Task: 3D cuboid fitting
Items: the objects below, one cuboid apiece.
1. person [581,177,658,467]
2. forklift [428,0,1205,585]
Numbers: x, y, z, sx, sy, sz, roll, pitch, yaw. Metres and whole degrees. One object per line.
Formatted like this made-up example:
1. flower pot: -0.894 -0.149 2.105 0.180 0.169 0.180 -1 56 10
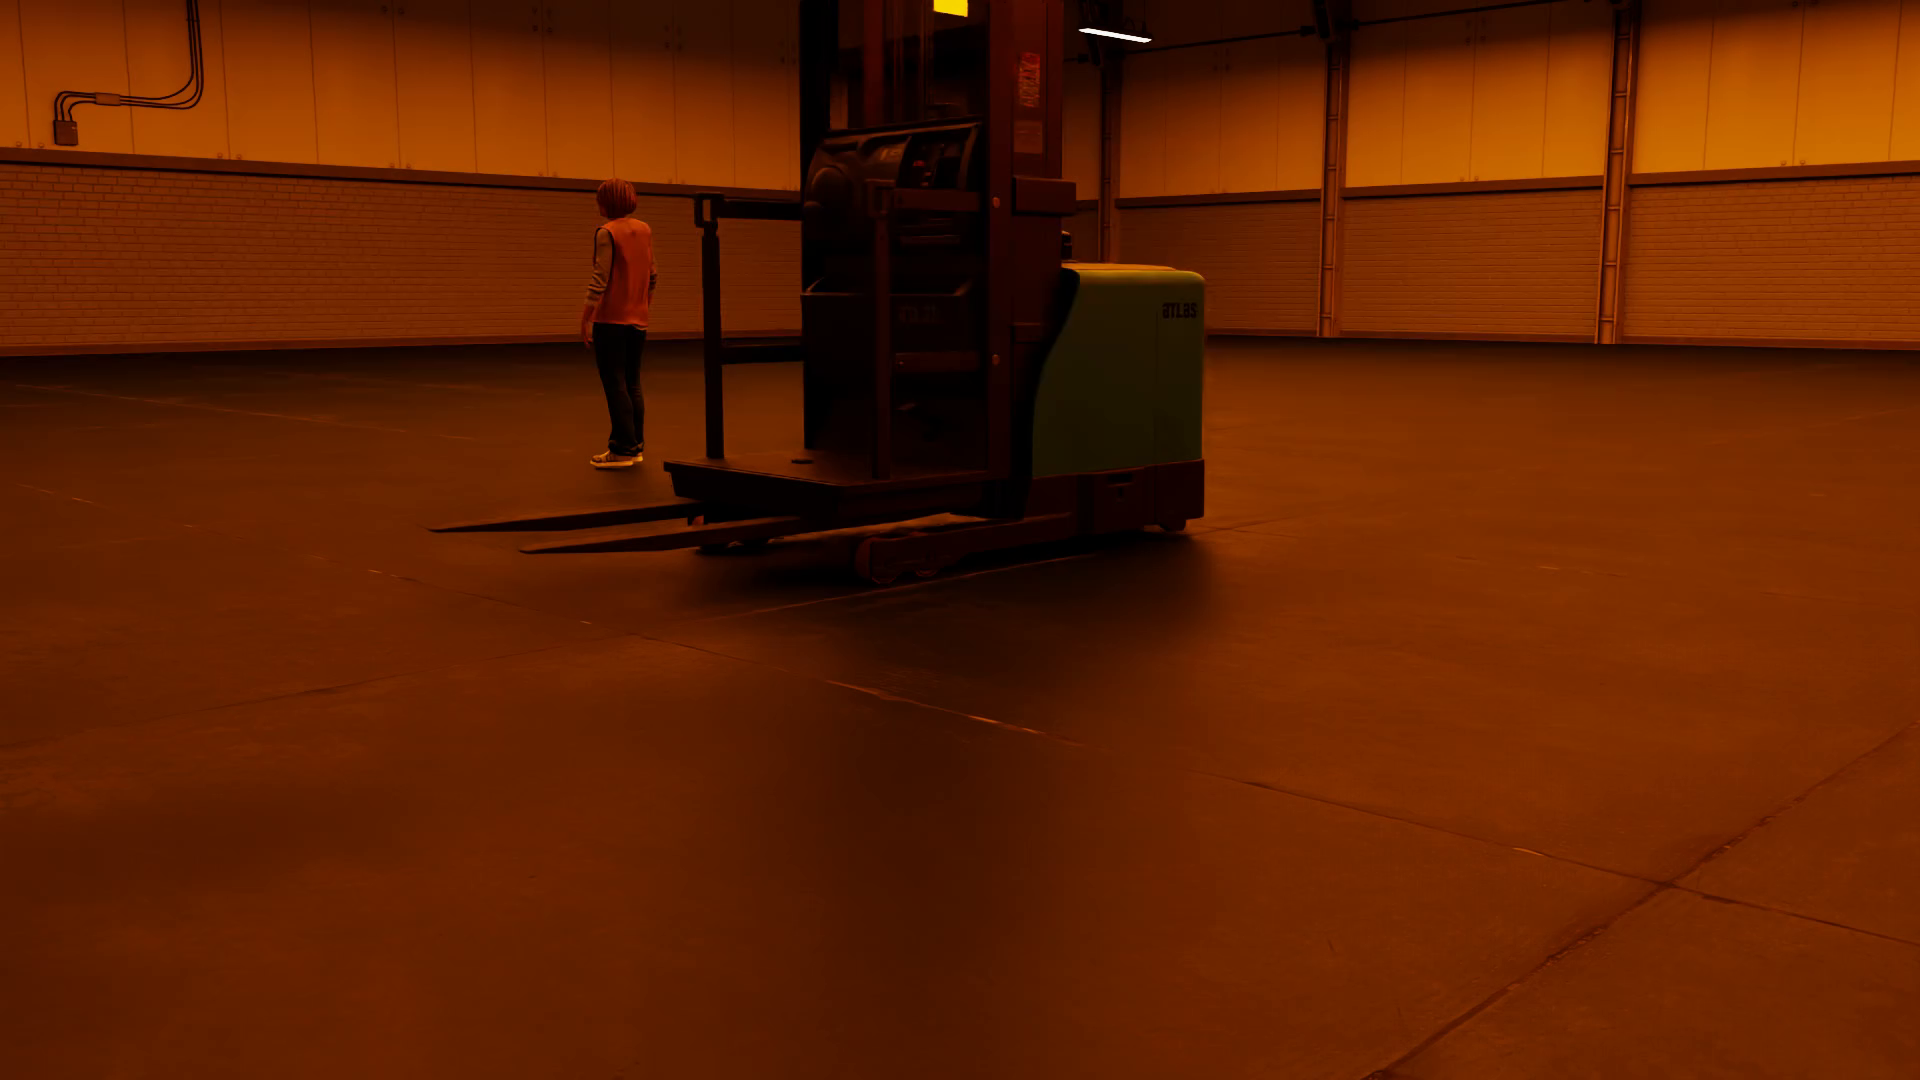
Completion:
1. person: -1.949 -1.202 9.287 0.475 1.597 0.520 5 10 32
2. forklift: -0.413 -1.383 6.056 3.031 2.935 1.130 -8 12 -42
